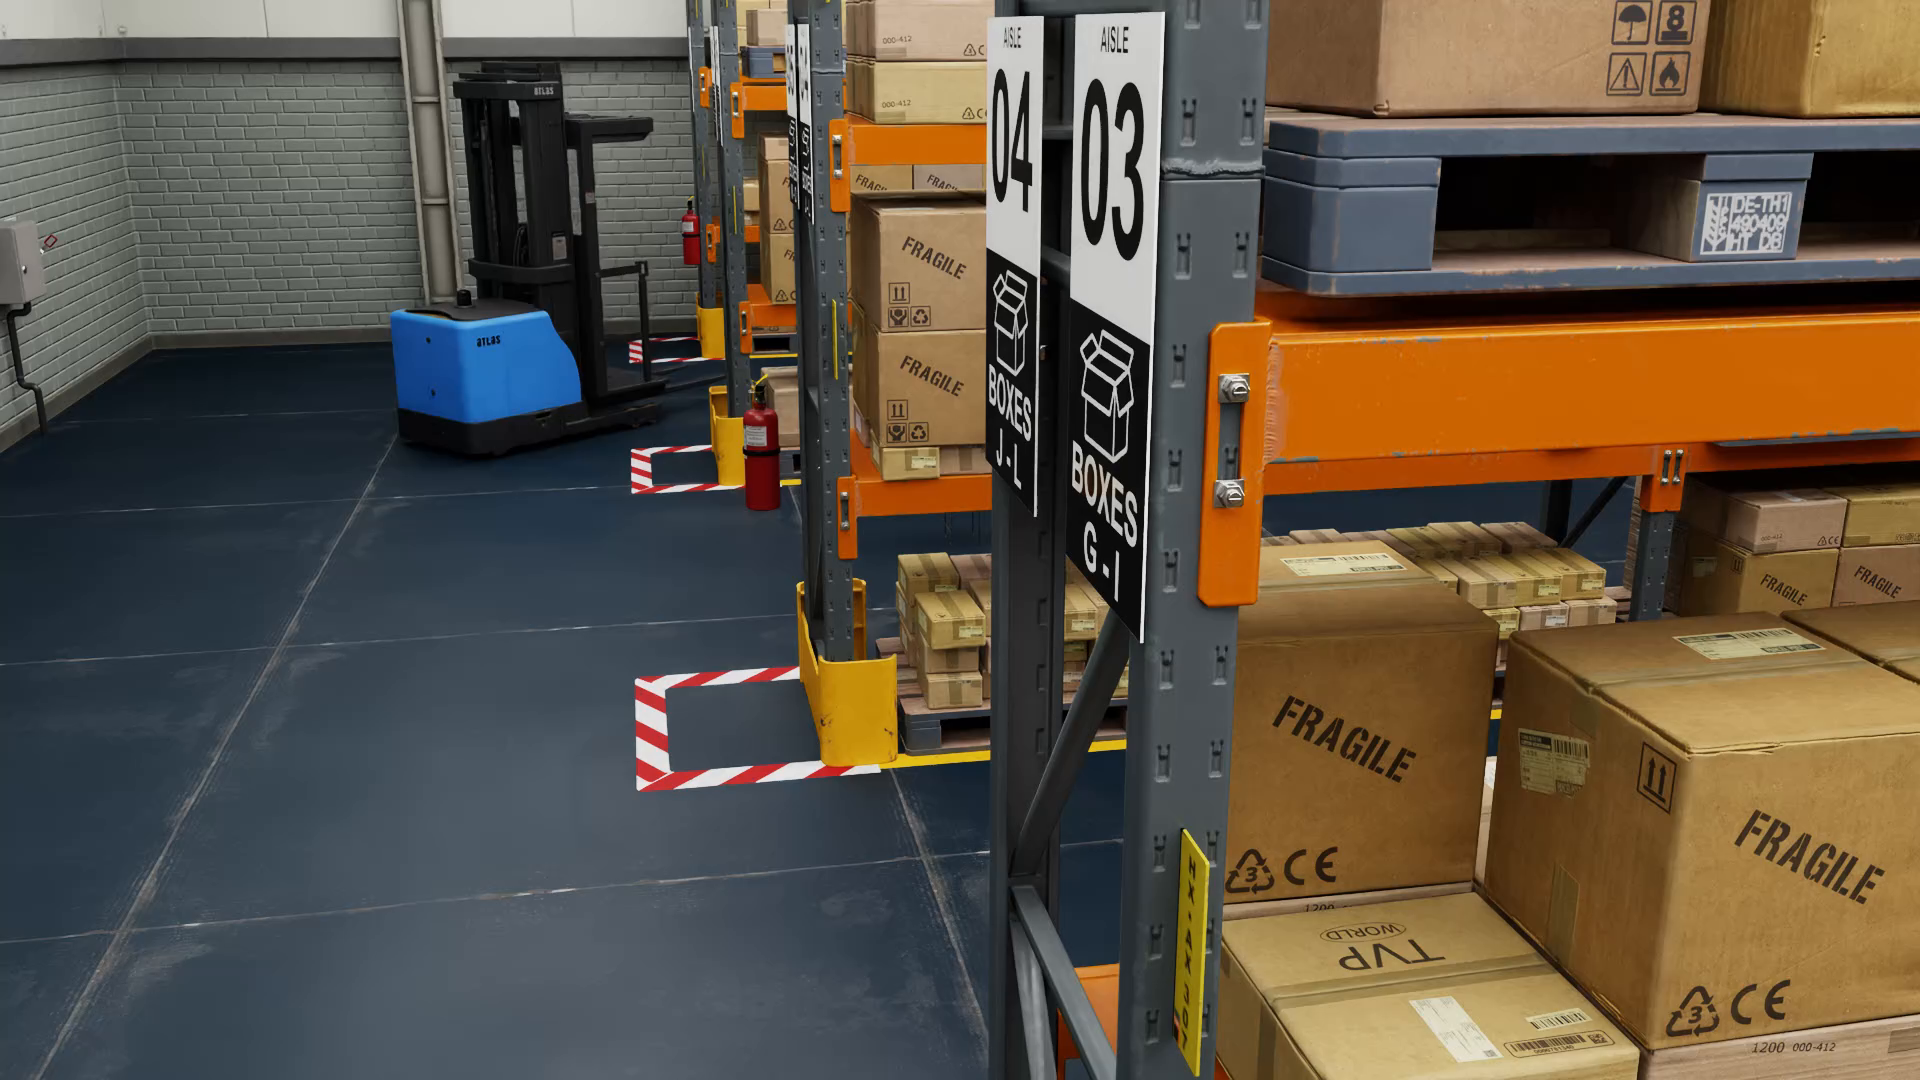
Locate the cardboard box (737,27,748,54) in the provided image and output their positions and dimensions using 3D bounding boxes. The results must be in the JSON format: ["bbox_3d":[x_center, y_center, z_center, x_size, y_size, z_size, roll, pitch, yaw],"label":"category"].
[{"bbox_3d":[-2.123,-4.884,16.244,0.500,0.250,0.500,-3,17,-11],"label":"cardboard box"}]

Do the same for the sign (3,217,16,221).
[{"bbox_3d":[-7.750,-2.381,13.618,0.001,0.494,0.329,-3,17,-10],"label":"sign"}]

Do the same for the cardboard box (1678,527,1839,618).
[{"bbox_3d":[4.076,0.225,8.513,0.500,0.500,0.500,-3,17,-8],"label":"cardboard box"}]

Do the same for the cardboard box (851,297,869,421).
[{"bbox_3d":[-0.235,-0.871,7.861,0.500,0.500,0.500,-3,17,-9],"label":"cardboard box"}]

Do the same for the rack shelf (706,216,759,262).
[{"bbox_3d":[-0.647,-3.201,17.351,4.000,0.370,1.077,-3,17,-10],"label":"rack shelf"}]

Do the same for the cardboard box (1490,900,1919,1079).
[{"bbox_3d":[1.246,0.804,2.836,0.500,0.250,0.500,-3,17,-11],"label":"cardboard box"}]

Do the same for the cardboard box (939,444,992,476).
[{"bbox_3d":[-0.005,-0.411,7.470,0.250,0.149,0.380,-3,17,-8],"label":"cardboard box"}]

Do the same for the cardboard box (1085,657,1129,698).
[{"bbox_3d":[0.704,0.607,7.867,0.250,0.149,0.380,-3,17,-10],"label":"cardboard box"}]

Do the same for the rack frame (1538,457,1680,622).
[{"bbox_3d":[3.300,-0.804,8.322,0.127,3.000,1.000,-3,17,-10],"label":"rack frame"}]

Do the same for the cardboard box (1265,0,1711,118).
[{"bbox_3d":[0.715,-0.921,2.536,0.500,0.500,0.700,-4,18,-14],"label":"cardboard box"}]

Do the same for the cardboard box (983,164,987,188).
[{"bbox_3d":[0.359,-2.563,12.175,0.500,0.500,0.500,-3,17,-10],"label":"cardboard box"}]

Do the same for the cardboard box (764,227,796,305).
[{"bbox_3d":[-1.140,-1.995,12.027,0.500,0.500,0.500,-3,17,-11],"label":"cardboard box"}]

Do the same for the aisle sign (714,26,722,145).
[{"bbox_3d":[-1.681,-3.158,11.557,0.004,0.787,0.394,-3,17,-10],"label":"aisle sign"}]

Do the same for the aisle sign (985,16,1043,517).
[{"bbox_3d":[0.087,-0.471,2.810,0.004,0.787,0.394,-3,17,-10],"label":"aisle sign"}]

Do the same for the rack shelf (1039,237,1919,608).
[{"bbox_3d":[2.178,-0.348,2.951,4.000,0.370,1.077,-3,17,-10],"label":"rack shelf"}]

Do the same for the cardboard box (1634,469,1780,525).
[{"bbox_3d":[3.983,-0.283,8.890,0.500,0.250,0.500,-4,17,-12],"label":"cardboard box"}]

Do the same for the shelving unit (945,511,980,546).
[{"bbox_3d":[0.014,-0.574,10.638,0.189,1.200,0.258,-3,17,-10],"label":"shelving unit"}]

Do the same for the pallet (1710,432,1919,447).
[{"bbox_3d":[4.078,-0.713,8.352,1.213,0.211,1.003,-3,17,-10],"label":"pallet"}]

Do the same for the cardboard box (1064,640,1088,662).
[{"bbox_3d":[0.439,0.445,7.888,0.250,0.149,0.380,-3,17,-10],"label":"cardboard box"}]

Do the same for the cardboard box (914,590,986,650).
[{"bbox_3d":[-0.049,0.365,7.642,0.250,0.149,0.380,-4,18,-13],"label":"cardboard box"}]

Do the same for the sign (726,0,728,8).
[{"bbox_3d":[-1.566,-3.732,11.122,0.005,0.325,0.100,-3,17,-10],"label":"sign"}]

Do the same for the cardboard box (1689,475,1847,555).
[{"bbox_3d":[4.076,-0.134,8.403,0.500,0.250,0.500,-4,18,-13],"label":"cardboard box"}]

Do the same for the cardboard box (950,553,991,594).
[{"bbox_3d":[0.102,0.196,8.192,0.250,0.149,0.380,-3,17,-9],"label":"cardboard box"}]

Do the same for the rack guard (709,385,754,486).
[{"bbox_3d":[-1.689,-0.807,12.587,0.348,0.500,1.175,-3,17,-10],"label":"rack guard"}]

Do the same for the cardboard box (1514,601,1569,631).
[{"bbox_3d":[2.788,0.343,8.219,0.250,0.149,0.380,-4,18,-13],"label":"cardboard box"}]

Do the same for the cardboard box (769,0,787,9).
[{"bbox_3d":[-1.625,-5.152,16.266,0.500,0.250,0.500,-3,17,-11],"label":"cardboard box"}]

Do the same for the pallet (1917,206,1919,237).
[{"bbox_3d":[2.141,-0.651,2.865,1.213,0.211,1.003,-3,17,-10],"label":"pallet"}]

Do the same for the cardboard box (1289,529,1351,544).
[{"bbox_3d":[1.885,0.071,8.599,0.250,0.149,0.380,-3,17,-9],"label":"cardboard box"}]

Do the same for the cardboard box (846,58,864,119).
[{"bbox_3d":[-0.231,-2.045,7.509,0.500,0.250,0.500,-4,17,-12],"label":"cardboard box"}]

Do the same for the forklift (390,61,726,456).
[{"bbox_3d":[-3.161,-2.416,13.686,1.130,2.935,3.031,13,21,37],"label":"forklift"}]

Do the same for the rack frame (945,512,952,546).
[{"bbox_3d":[-0.076,-0.569,10.622,0.006,1.200,0.240,-3,17,-10],"label":"rack frame"}]

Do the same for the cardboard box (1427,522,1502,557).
[{"bbox_3d":[2.641,0.031,8.729,0.250,0.149,0.380,-2,17,-8],"label":"cardboard box"}]

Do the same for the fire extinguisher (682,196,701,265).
[{"bbox_3d":[-2.668,-3.077,16.488,0.183,0.674,0.296,-3,17,-10],"label":"fire extinguisher"}]

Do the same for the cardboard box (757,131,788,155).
[{"bbox_3d":[-1.351,-2.917,12.221,0.250,0.149,0.380,-3,17,-10],"label":"cardboard box"}]

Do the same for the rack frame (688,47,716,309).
[{"bbox_3d":[-2.611,-3.434,16.882,0.127,3.000,1.000,-3,17,-10],"label":"rack frame"}]

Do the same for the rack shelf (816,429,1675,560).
[{"bbox_3d":[1.336,-0.349,8.065,4.000,0.370,1.077,-3,17,-10],"label":"rack shelf"}]

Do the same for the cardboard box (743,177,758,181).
[{"bbox_3d":[-2.210,-3.606,17.193,0.500,0.250,0.500,-3,17,-9],"label":"cardboard box"}]

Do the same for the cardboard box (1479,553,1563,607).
[{"bbox_3d":[2.757,0.194,8.199,0.250,0.149,0.380,-3,17,-10],"label":"cardboard box"}]

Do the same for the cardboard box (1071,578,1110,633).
[{"bbox_3d":[0.699,0.300,7.853,0.250,0.149,0.380,-4,18,-13],"label":"cardboard box"}]

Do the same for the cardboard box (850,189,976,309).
[{"bbox_3d":[-0.225,-1.347,7.708,0.500,0.500,0.500,-4,17,-12],"label":"cardboard box"}]

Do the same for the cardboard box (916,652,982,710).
[{"bbox_3d":[-0.052,0.643,7.748,0.250,0.149,0.380,-3,17,-9],"label":"cardboard box"}]

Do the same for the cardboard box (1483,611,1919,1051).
[{"bbox_3d":[1.228,0.448,2.716,0.500,0.500,0.500,-4,17,-12],"label":"cardboard box"}]

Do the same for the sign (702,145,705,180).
[{"bbox_3d":[-2.508,-3.691,16.246,0.005,0.325,0.100,-3,17,-10],"label":"sign"}]

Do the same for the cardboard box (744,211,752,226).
[{"bbox_3d":[-2.236,-3.253,16.721,0.250,0.149,0.380,-3,17,-11],"label":"cardboard box"}]

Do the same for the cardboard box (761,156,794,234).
[{"bbox_3d":[-1.140,-2.473,11.883,0.500,0.500,0.500,-4,17,-12],"label":"cardboard box"}]

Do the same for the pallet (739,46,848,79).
[{"bbox_3d":[-0.939,-3.439,11.941,1.213,0.211,1.003,-3,17,-10],"label":"pallet"}]

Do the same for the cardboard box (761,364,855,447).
[{"bbox_3d":[-1.037,-1.045,12.752,0.875,0.438,0.875,-4,17,-12],"label":"cardboard box"}]

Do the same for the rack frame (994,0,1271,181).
[{"bbox_3d":[0.214,-2.014,2.042,0.127,3.000,1.000,-3,17,-10],"label":"rack frame"}]

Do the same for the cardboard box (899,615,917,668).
[{"bbox_3d":[-0.150,0.491,8.245,0.250,0.149,0.380,-3,17,-10],"label":"cardboard box"}]
